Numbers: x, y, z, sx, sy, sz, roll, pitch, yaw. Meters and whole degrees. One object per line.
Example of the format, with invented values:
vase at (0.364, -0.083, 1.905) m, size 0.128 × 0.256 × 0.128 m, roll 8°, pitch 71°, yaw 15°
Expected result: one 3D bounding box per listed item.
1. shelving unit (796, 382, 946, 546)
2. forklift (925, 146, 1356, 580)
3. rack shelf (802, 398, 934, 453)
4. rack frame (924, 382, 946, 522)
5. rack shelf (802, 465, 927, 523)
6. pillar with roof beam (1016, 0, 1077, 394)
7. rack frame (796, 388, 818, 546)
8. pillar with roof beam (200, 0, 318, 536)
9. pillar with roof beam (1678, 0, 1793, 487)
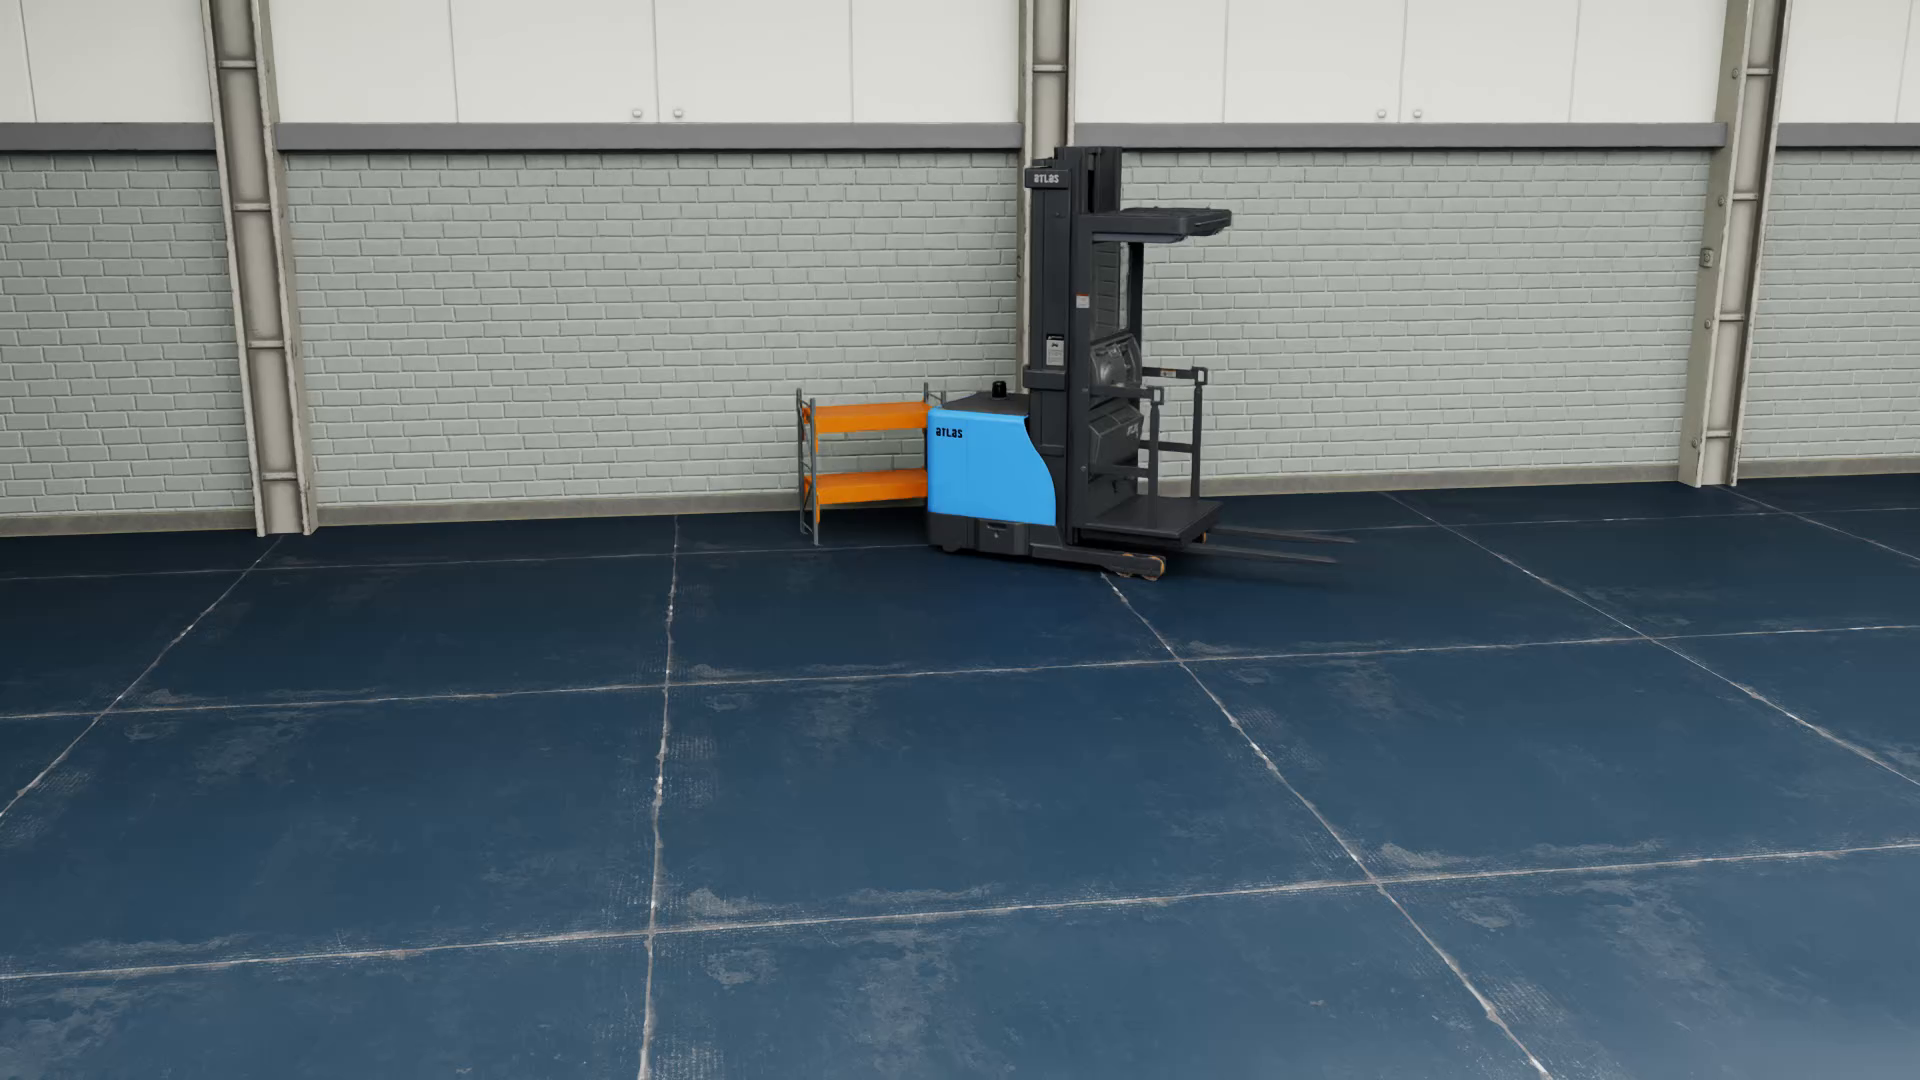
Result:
shelving unit at (-0.677, -0.598, 12.793) m, size 1.048 × 1.125 × 0.538 m, roll -5°, pitch 15°, yaw -17°
forklift at (1.302, -1.287, 11.829) m, size 3.031 × 2.935 × 1.130 m, roll 7°, pitch 16°, yaw 24°
rack shelf at (-0.677, -0.882, 12.722) m, size 1.000 × 0.278 × 0.538 m, roll -5°, pitch 15°, yaw -17°
rack frame at (-0.194, -0.636, 12.945) m, size 0.032 × 1.125 × 0.500 m, roll -5°, pitch 15°, yaw -17°
rack shelf at (-0.677, -0.361, 12.852) m, size 1.000 × 0.278 × 0.538 m, roll -5°, pitch 15°, yaw -17°
pillar with roof beam at (1.321, -3.618, 8.650) m, size 0.400 × 9.000 × 9.100 m, roll -2°, pitch 14°, yaw -8°
rack frame at (-1.161, -0.559, 12.640) m, size 0.032 × 1.125 × 0.500 m, roll -5°, pitch 15°, yaw -17°
pillar with roof beam at (-4.612, -3.401, 7.783) m, size 0.400 × 9.000 × 9.100 m, roll -2°, pitch 14°, yaw -8°
pillar with roof beam at (7.254, -3.836, 9.517) m, size 0.400 × 9.000 × 9.100 m, roll -2°, pitch 14°, yaw -8°
